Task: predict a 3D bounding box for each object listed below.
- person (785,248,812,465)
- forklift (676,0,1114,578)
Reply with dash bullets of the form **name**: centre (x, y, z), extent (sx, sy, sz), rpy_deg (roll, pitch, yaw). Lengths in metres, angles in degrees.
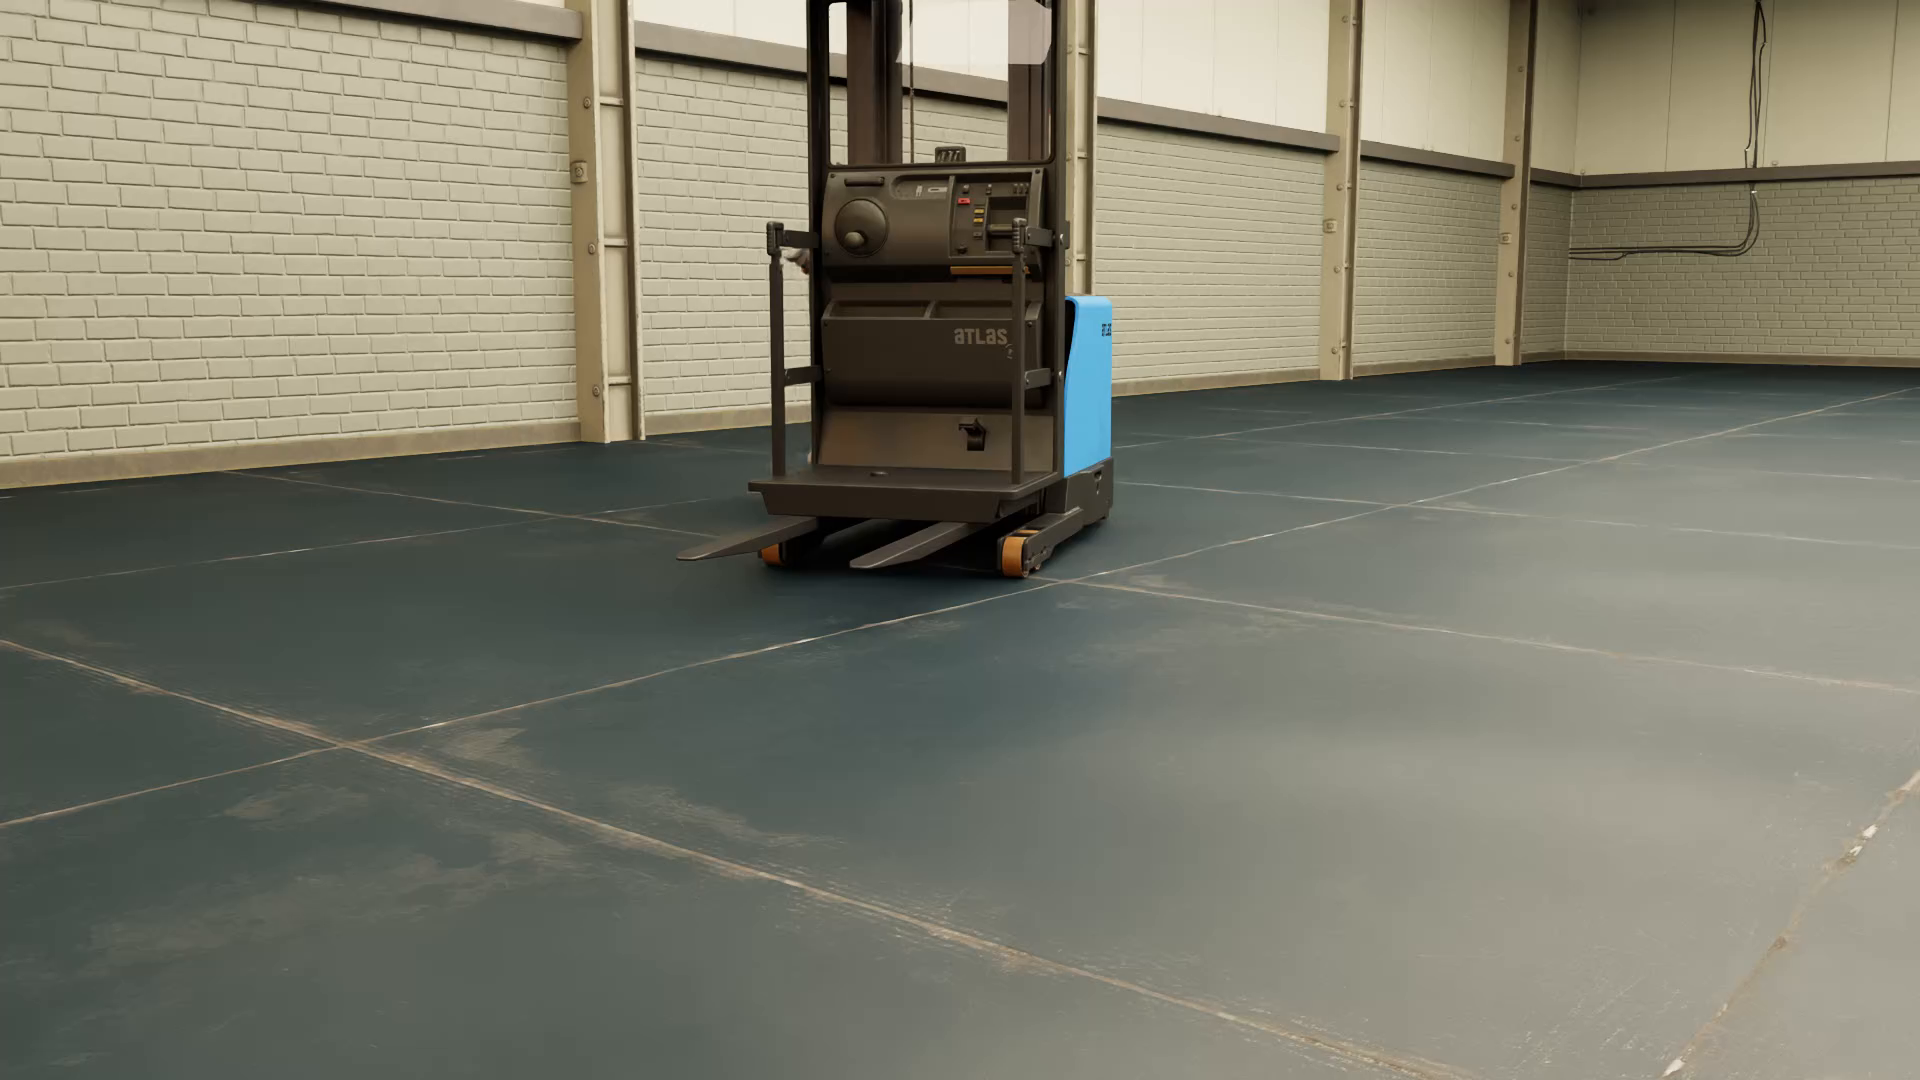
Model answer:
- **person**: centre (-0.480, -0.978, 8.567), extent (0.688, 1.575, 0.941), rpy_deg (-5, 10, -32)
- **forklift**: centre (-0.176, -1.366, 6.616), extent (1.130, 2.935, 3.031), rpy_deg (3, 9, 17)
